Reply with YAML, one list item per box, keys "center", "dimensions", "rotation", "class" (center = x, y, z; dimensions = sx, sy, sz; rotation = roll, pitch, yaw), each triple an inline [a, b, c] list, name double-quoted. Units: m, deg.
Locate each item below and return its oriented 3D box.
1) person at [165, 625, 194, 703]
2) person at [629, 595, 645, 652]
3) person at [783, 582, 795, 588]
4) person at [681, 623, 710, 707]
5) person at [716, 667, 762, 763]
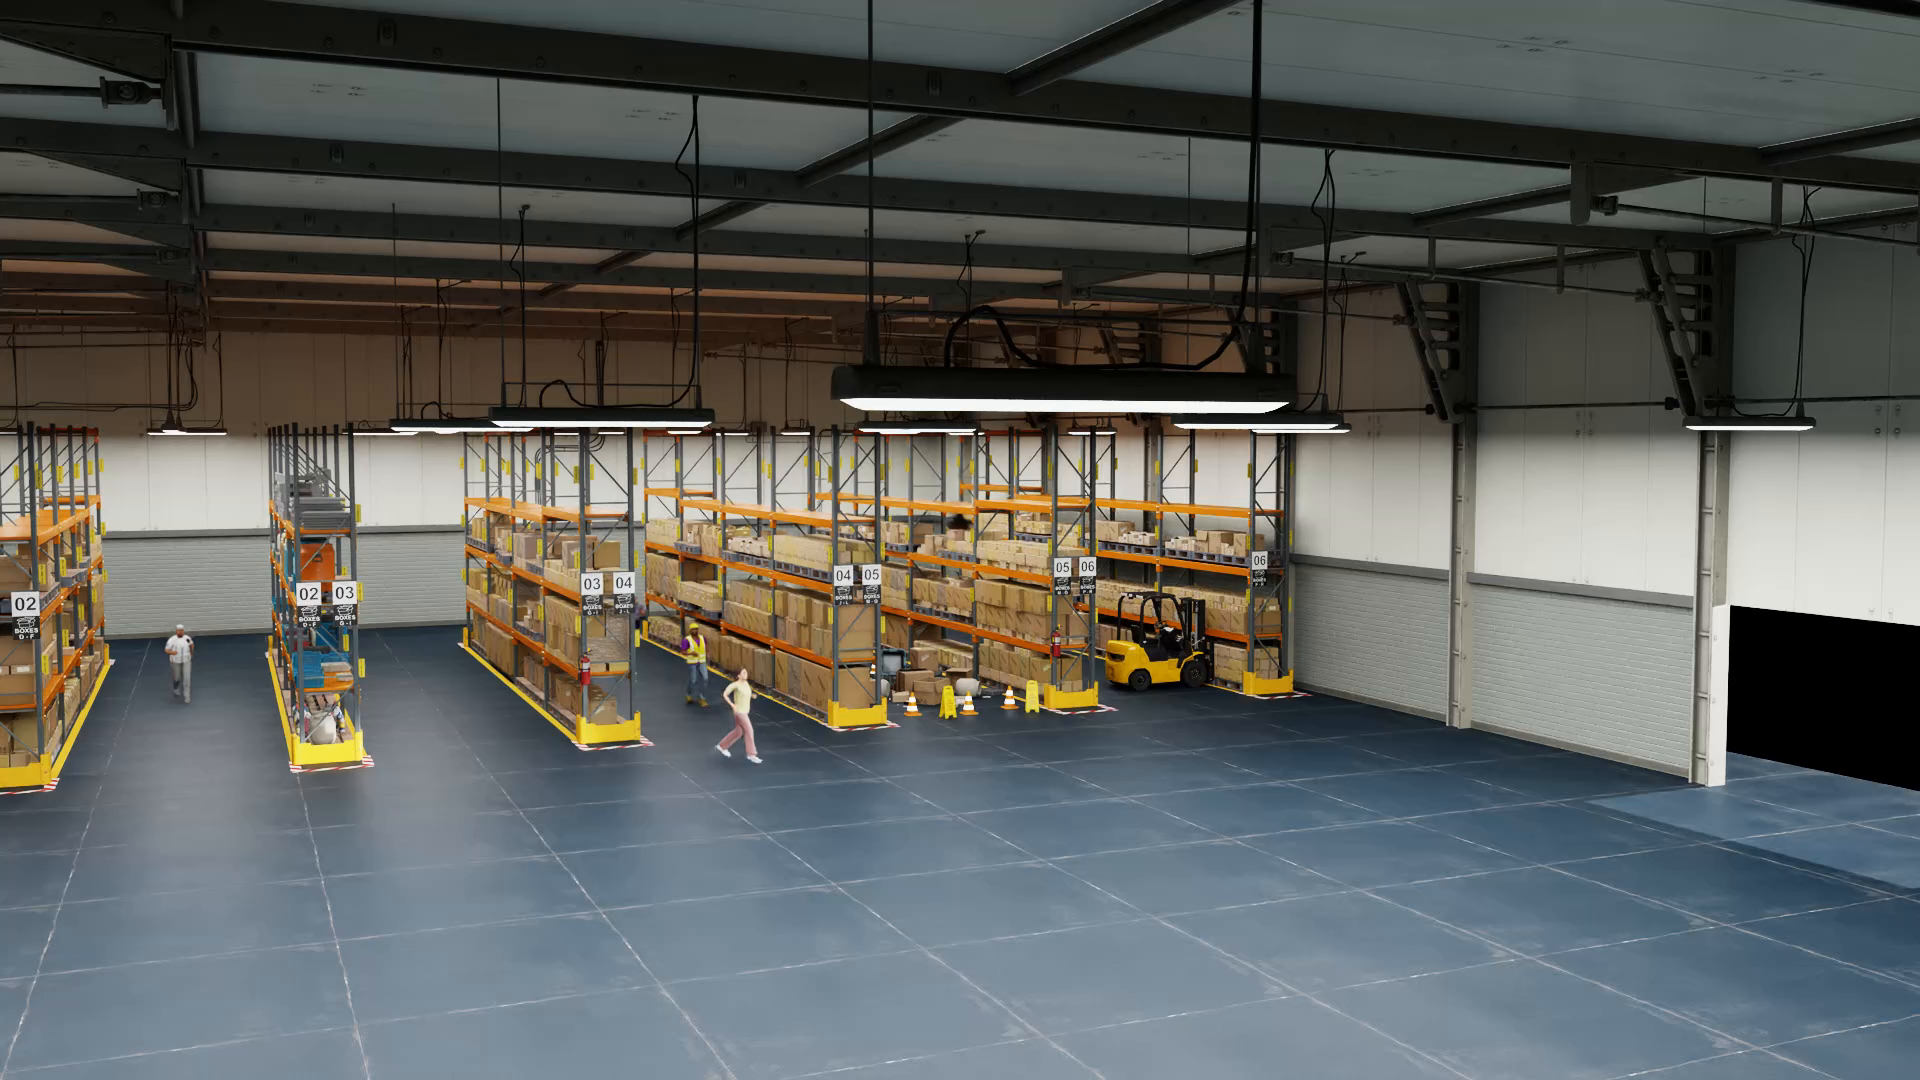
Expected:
- center: [-16.950, 2.668, 36.170]
  dimensions: [0.606, 1.665, 0.925]
  rotation: [-2, 4, -34]
  class: "person"
- center: [-8.674, 2.228, 44.067]
  dimensions: [0.594, 1.603, 0.858]
  rotation: [-2, 4, -32]
  class: "person"
- center: [-5.205, 1.760, 50.997]
  dimensions: [0.701, 1.771, 0.758]
  rotation: [-1, 4, -18]
  class: "person"
- center: [-5.668, 2.678, 35.762]
  dimensions: [0.706, 1.803, 0.764]
  rotation: [-2, 4, -28]
  class: "person"
- center: [-3.903, 3.083, 29.510]
  dimensions: [0.896, 1.686, 0.559]
  rotation: [1, 4, 17]
  class: "person"
